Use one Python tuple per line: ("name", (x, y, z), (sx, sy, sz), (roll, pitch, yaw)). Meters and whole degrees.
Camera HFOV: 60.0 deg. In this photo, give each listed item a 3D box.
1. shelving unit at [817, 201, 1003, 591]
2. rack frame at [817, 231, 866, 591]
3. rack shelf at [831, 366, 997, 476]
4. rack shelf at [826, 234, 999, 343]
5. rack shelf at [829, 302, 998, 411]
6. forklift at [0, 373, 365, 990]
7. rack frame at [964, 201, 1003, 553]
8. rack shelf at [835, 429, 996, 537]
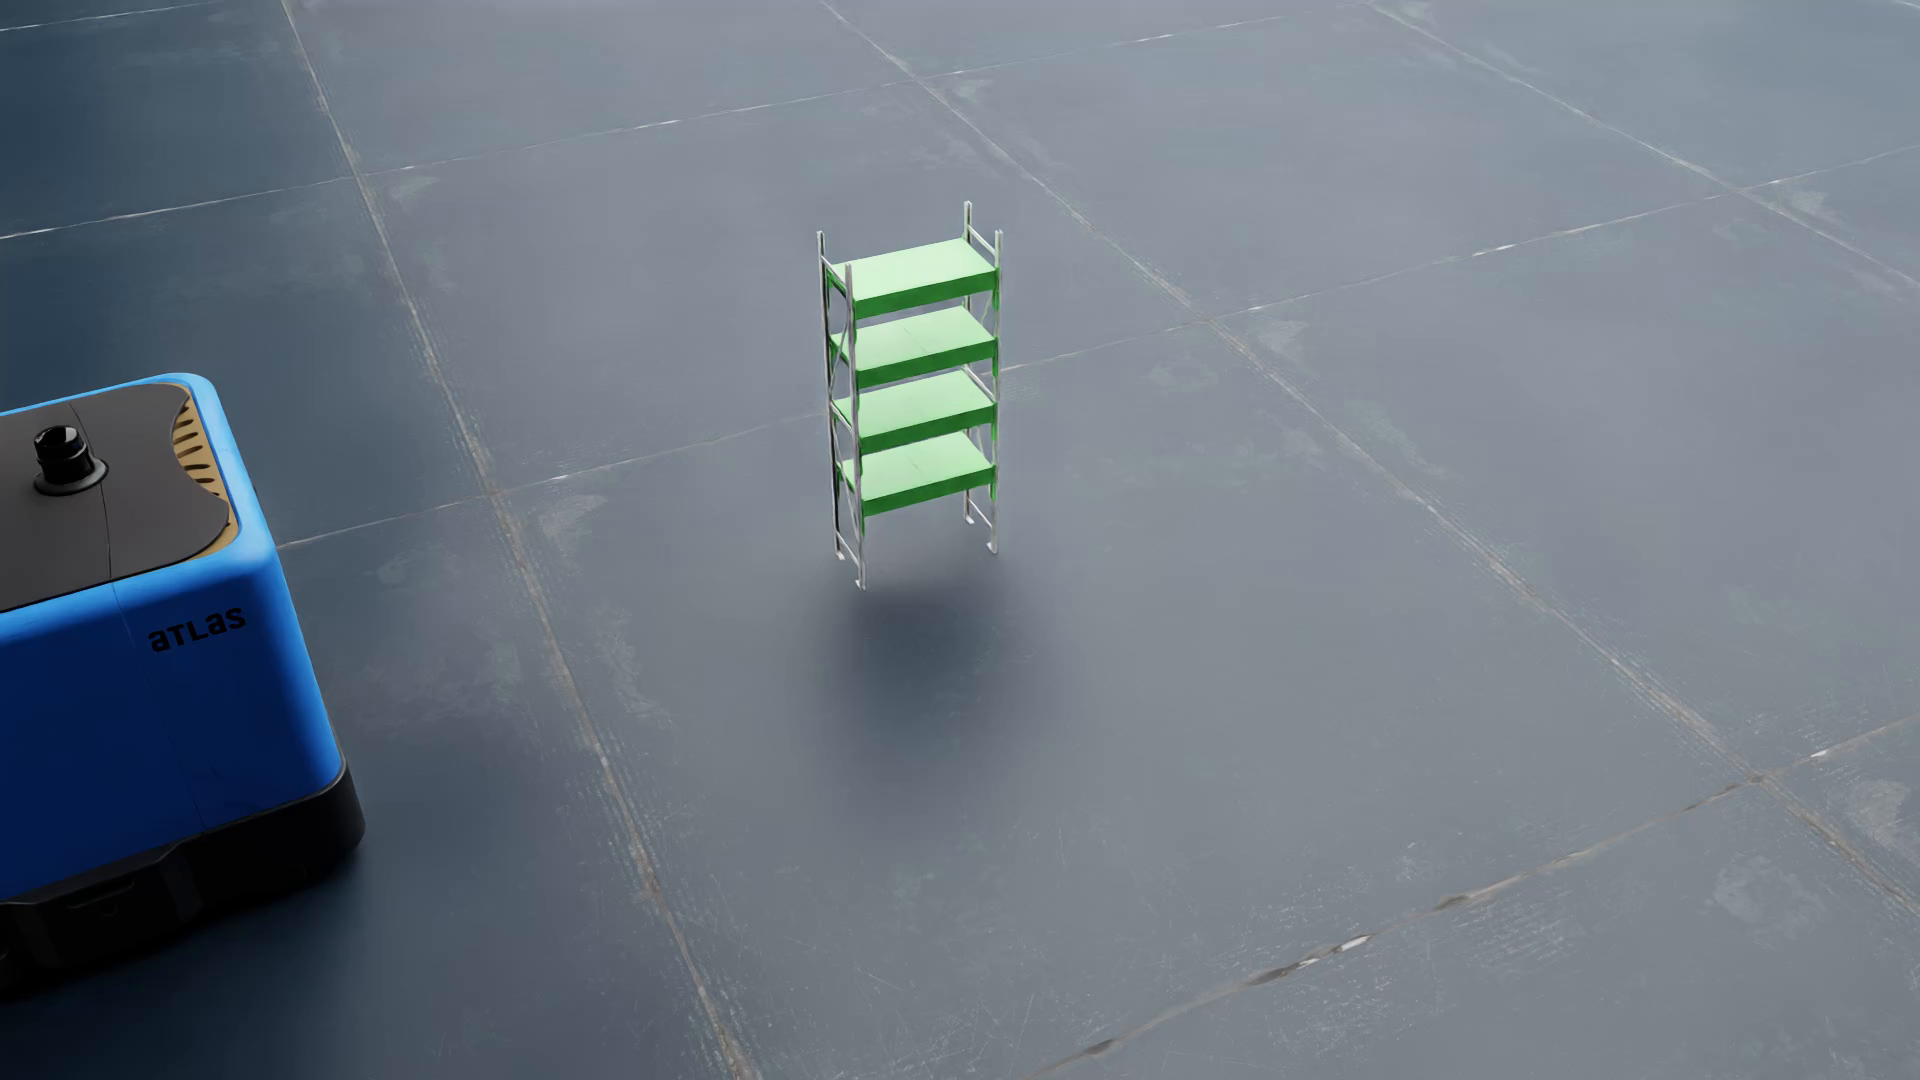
("shelving unit", (-0.150, -0.440, 5.336), (0.503, 1.200, 0.258), (-16, 39, -20))
("rack frame", (-0.371, -0.378, 5.253), (0.015, 1.200, 0.240), (-16, 39, -20))
("rack shelf", (-0.150, -0.389, 5.374), (0.480, 0.148, 0.258), (-16, 39, -20))
("rack shelf", (-0.150, -0.774, 5.088), (0.480, 0.148, 0.258), (-16, 39, -20))
("rack shelf", (-0.150, -0.581, 5.231), (0.480, 0.148, 0.258), (-16, 39, -20))
("forklift", (-3.168, -0.120, 3.452), (3.031, 2.935, 1.130), (-18, 40, -23))
("rack frame", (0.071, -0.502, 5.419), (0.015, 1.200, 0.240), (-16, 39, -20))
("rack shelf", (-0.150, -0.196, 5.517), (0.480, 0.148, 0.258), (-16, 39, -20))
